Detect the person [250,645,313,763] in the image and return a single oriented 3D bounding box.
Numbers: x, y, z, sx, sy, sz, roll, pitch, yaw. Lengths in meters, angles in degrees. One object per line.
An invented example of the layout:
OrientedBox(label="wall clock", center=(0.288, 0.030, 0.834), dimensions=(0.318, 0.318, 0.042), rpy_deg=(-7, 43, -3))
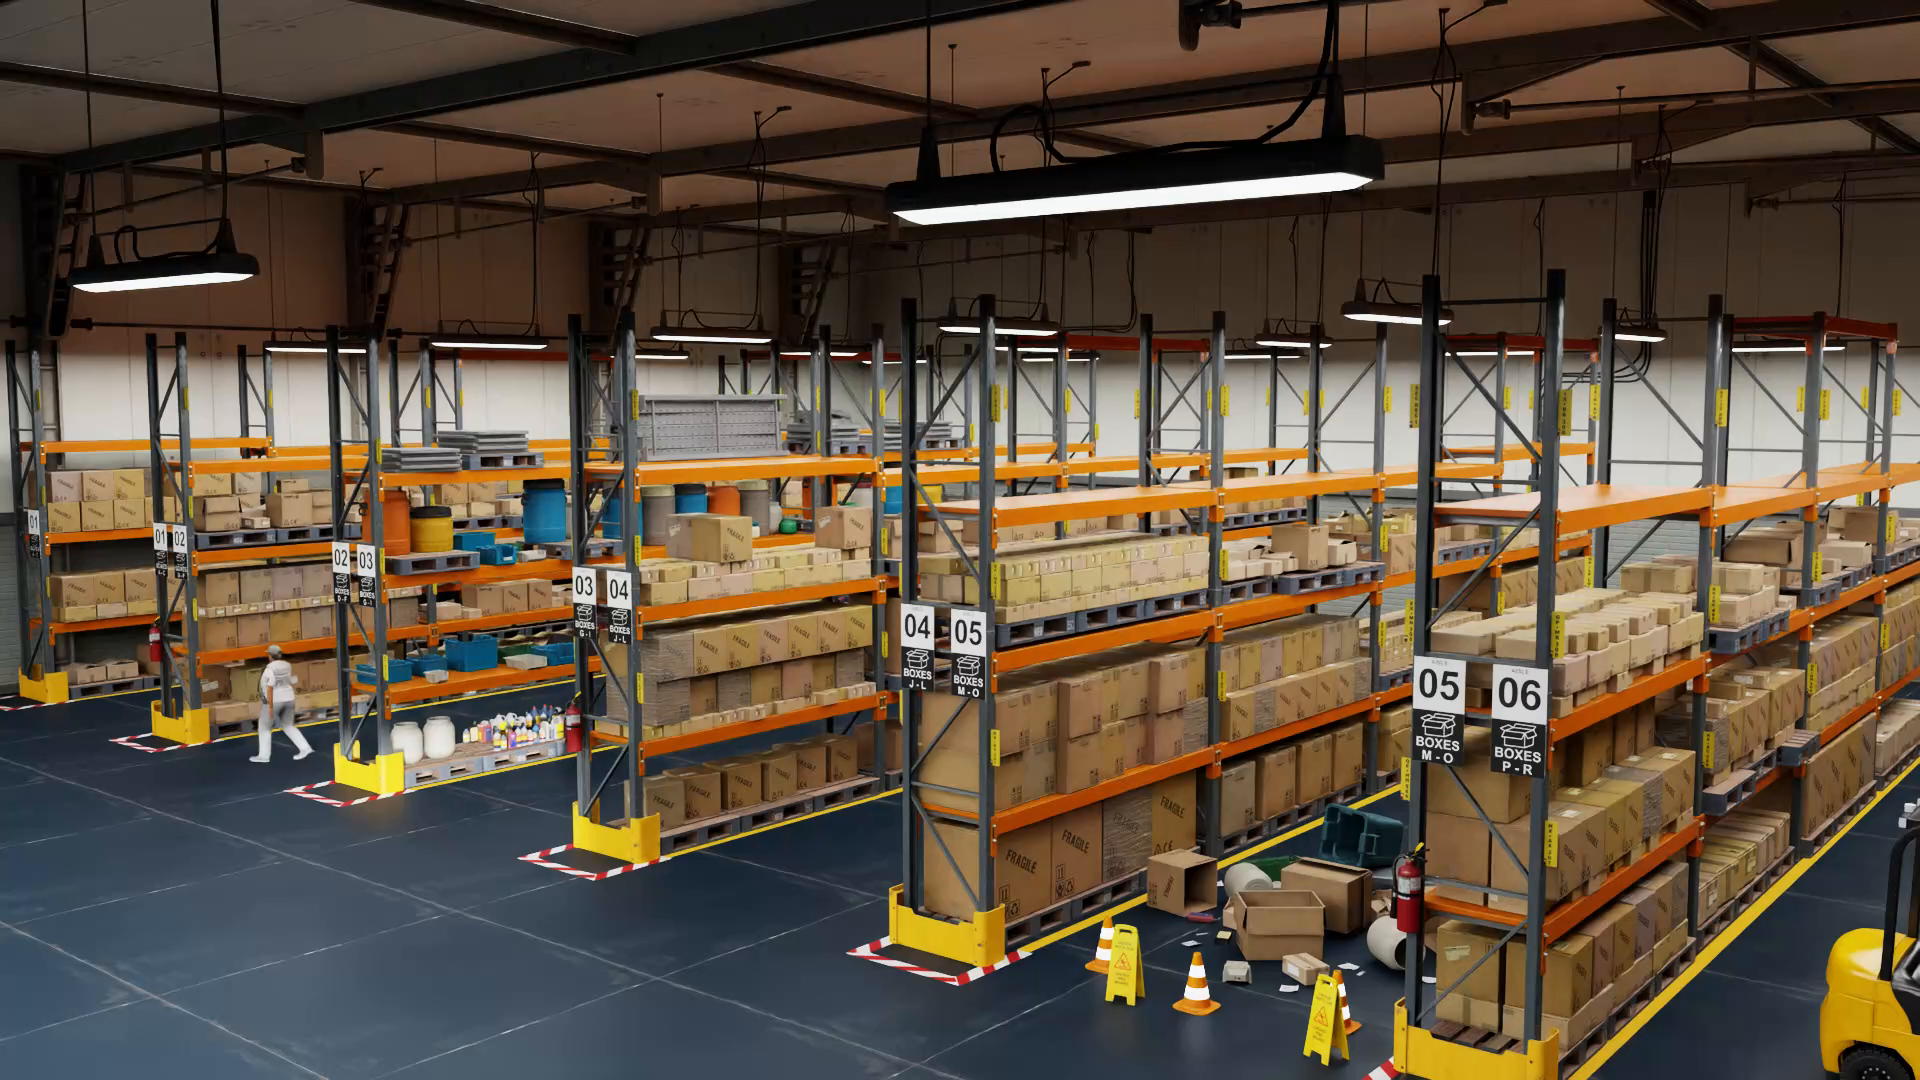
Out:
OrientedBox(label="person", center=(-9.448, 2.266, 23.090), dimensions=(0.809, 1.636, 0.471), rpy_deg=(2, 6, 23))
